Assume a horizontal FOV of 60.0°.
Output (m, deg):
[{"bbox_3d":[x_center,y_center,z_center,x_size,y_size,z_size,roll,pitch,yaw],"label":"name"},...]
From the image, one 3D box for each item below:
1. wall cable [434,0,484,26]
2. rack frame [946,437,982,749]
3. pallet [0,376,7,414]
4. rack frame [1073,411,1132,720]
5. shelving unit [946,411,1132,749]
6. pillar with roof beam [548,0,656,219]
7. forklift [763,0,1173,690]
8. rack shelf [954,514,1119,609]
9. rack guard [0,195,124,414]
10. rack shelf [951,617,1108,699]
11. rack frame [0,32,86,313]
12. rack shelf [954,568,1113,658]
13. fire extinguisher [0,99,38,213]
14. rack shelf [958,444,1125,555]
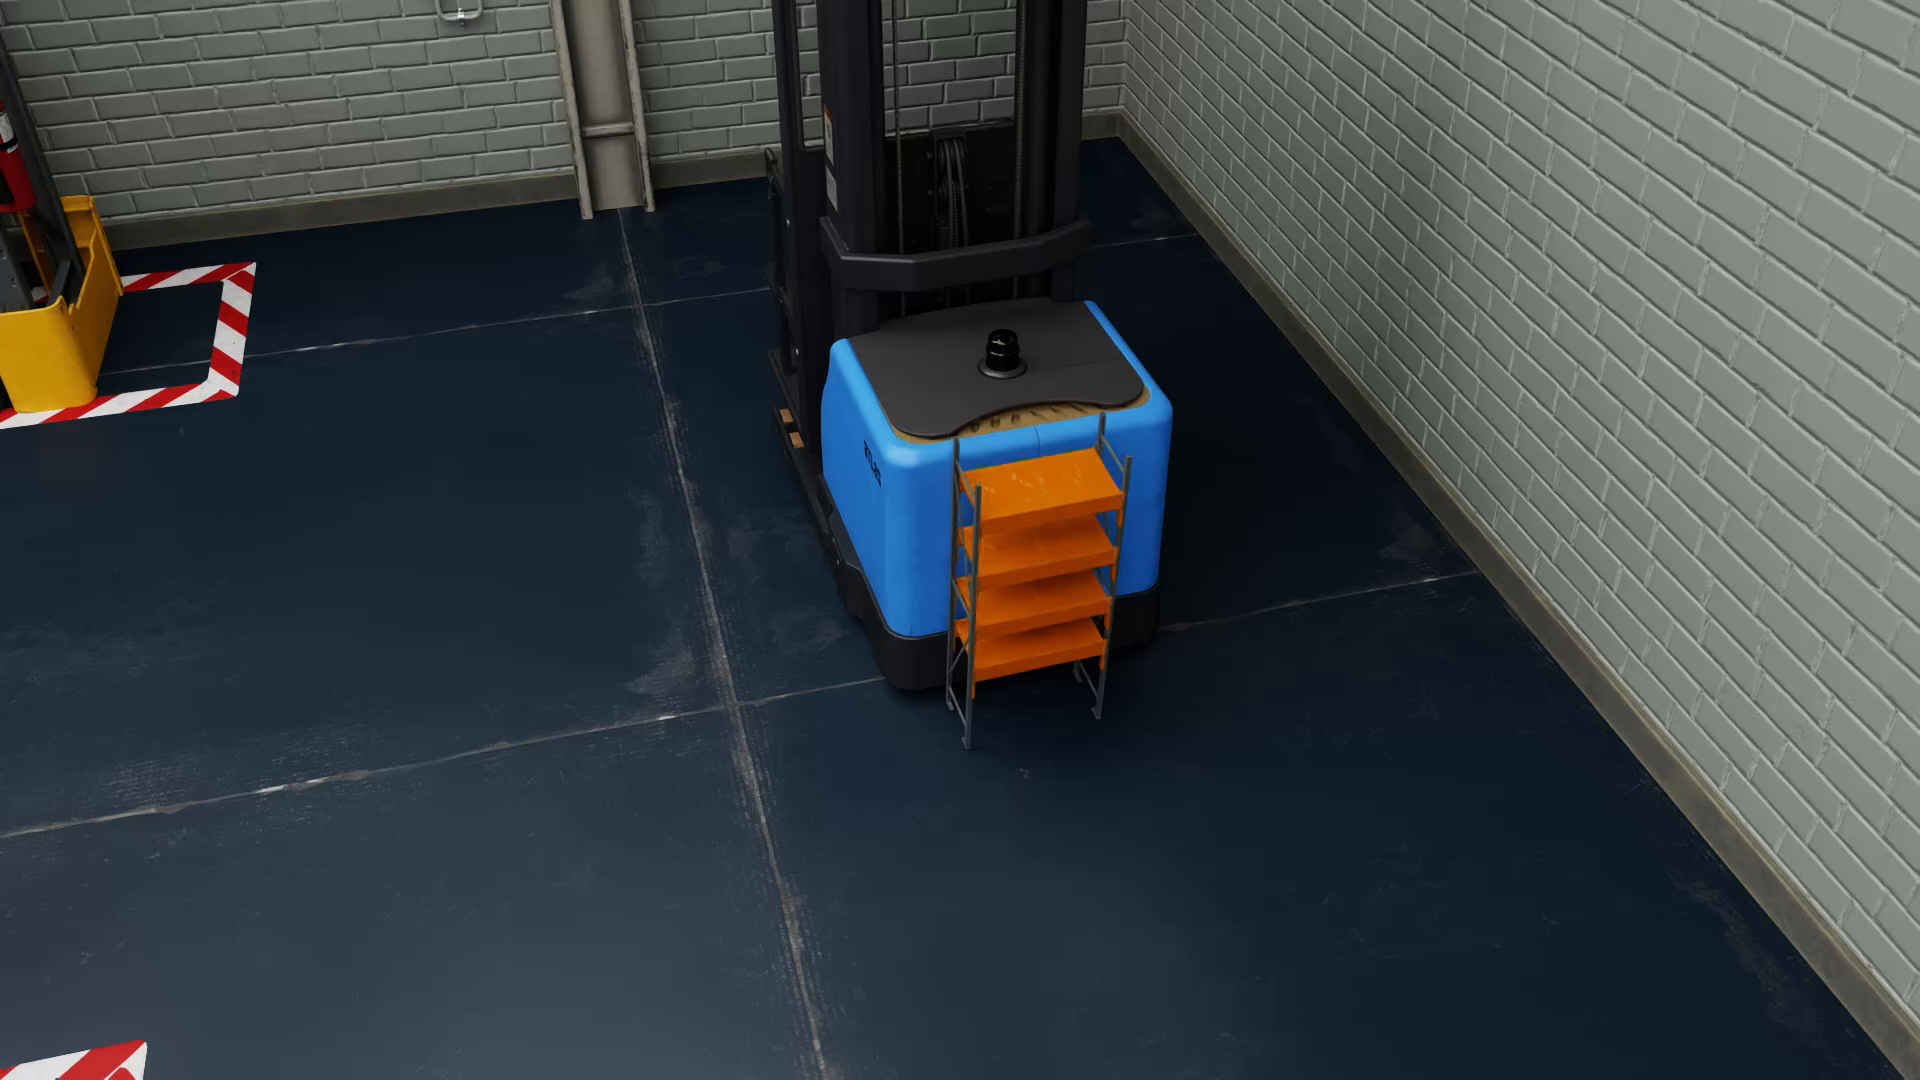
[{"bbox_3d":[-3.287,-3.279,7.732,1.851,1.984,0.084,-9,38,-12],"label":"wall cable"},{"bbox_3d":[0.007,0.205,5.478,0.015,1.200,0.240,-11,44,-14],"label":"rack frame"},{"bbox_3d":[-5.028,-0.838,7.672,1.213,0.211,1.003,-9,38,-12],"label":"pallet"},{"bbox_3d":[0.472,0.114,5.596,0.015,1.200,0.240,-11,44,-14],"label":"rack frame"},{"bbox_3d":[0.239,0.160,5.537,0.503,1.200,0.258,-11,44,-14],"label":"shelving unit"},{"bbox_3d":[-0.773,-2.911,3.149,0.400,9.000,9.100,-9,38,-12],"label":"pillar with roof beam"},{"bbox_3d":[-0.186,-1.528,6.335,1.130,2.935,3.031,-11,39,-14],"label":"forklift"},{"bbox_3d":[0.243,0.044,5.432,0.480,0.148,0.258,-11,44,-14],"label":"rack shelf"},{"bbox_3d":[-4.253,-1.129,7.815,0.348,0.500,1.175,-9,38,-12],"label":"rack guard"},{"bbox_3d":[0.233,0.357,5.715,0.480,0.148,0.258,-11,44,-14],"label":"rack shelf"},{"bbox_3d":[-4.277,-2.118,7.050,0.127,3.000,1.000,-9,38,-12],"label":"rack frame"},{"bbox_3d":[0.238,0.210,5.582,0.480,0.148,0.258,-11,44,-14],"label":"rack shelf"},{"bbox_3d":[-4.011,-1.693,6.864,0.183,0.674,0.296,-9,38,-12],"label":"fire extinguisher"},{"bbox_3d":[0.249,-0.132,5.274,0.480,0.148,0.258,-11,44,-14],"label":"rack shelf"}]
